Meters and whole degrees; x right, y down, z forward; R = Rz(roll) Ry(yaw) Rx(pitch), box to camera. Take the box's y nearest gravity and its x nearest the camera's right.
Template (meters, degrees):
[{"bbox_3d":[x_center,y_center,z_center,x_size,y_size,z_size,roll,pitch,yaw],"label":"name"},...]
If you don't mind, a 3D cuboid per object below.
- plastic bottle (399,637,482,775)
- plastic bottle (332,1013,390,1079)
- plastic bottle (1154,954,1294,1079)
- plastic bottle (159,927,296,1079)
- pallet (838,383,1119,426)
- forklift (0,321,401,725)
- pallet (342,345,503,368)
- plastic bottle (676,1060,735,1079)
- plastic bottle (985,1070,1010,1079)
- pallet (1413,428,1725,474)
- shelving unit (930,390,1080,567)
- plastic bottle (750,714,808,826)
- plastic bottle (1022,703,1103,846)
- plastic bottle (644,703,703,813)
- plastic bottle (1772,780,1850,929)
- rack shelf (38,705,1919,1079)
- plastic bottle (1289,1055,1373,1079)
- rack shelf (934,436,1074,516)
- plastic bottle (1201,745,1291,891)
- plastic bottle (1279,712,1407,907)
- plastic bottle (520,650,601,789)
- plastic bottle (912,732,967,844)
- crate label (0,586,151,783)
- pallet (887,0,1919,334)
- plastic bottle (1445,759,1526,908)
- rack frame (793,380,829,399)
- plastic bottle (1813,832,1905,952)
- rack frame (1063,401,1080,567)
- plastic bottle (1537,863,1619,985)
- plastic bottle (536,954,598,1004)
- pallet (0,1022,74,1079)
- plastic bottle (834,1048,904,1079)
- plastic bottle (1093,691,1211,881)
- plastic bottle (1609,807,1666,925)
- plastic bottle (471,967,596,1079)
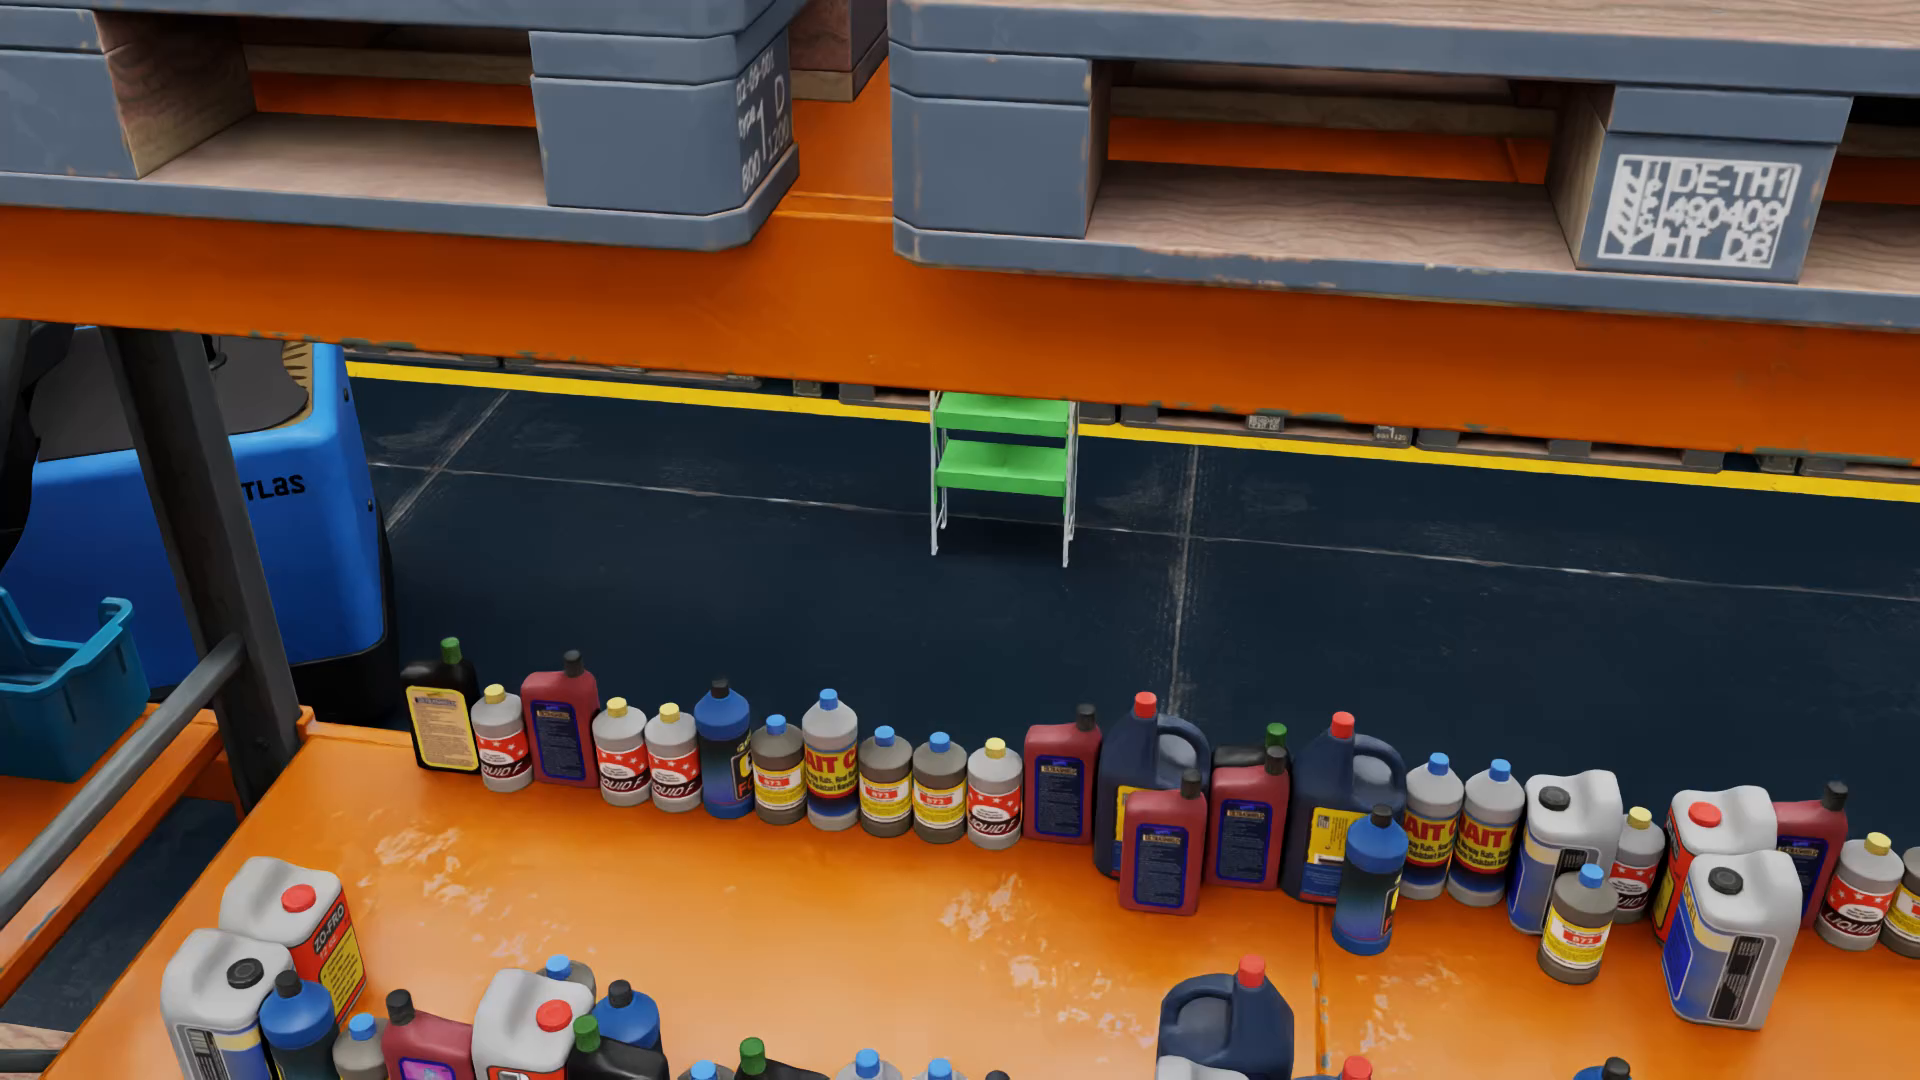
[{"bbox_3d":[-0.949,0.300,3.053,0.133,0.283,0.061,5,32,8],"label":"plastic bottle"},{"bbox_3d":[-0.842,0.763,2.391,0.097,0.201,0.097,0,32,0],"label":"plastic bottle"},{"bbox_3d":[0.370,0.715,2.327,0.185,0.351,0.144,5,32,8],"label":"plastic bottle"},{"bbox_3d":[-1.047,0.698,2.425,0.135,0.276,0.152,5,32,8],"label":"plastic bottle"},{"bbox_3d":[0.147,-0.884,7.464,1.213,0.211,1.003,5,32,8],"label":"pallet"},{"bbox_3d":[-3.363,-0.654,4.533,3.031,2.935,1.130,-10,33,-15],"label":"forklift"},{"bbox_3d":[-2.586,-1.175,7.928,1.213,0.211,1.003,5,32,8],"label":"pallet"},{"bbox_3d":[-0.350,0.807,2.320,0.097,0.201,0.097,0,32,0],"label":"plastic bottle"},{"bbox_3d":[0.084,0.822,2.220,0.133,0.283,0.061,5,32,8],"label":"plastic bottle"},{"bbox_3d":[2.552,-0.666,7.116,1.213,0.211,1.003,5,32,8],"label":"pallet"},{"bbox_3d":[0.163,-0.494,5.908,0.503,1.200,0.258,5,32,8],"label":"shelving unit"},{"bbox_3d":[-0.323,0.401,2.969,0.097,0.201,0.097,0,32,0],"label":"plastic bottle"},{"bbox_3d":[0.178,0.402,2.890,0.133,0.283,0.061,5,32,8],"label":"plastic bottle"},{"bbox_3d":[-0.515,0.384,2.997,0.097,0.201,0.097,0,32,0],"label":"plastic bottle"},{"bbox_3d":[1.358,0.509,2.720,0.133,0.283,0.061,5,32,8],"label":"plastic bottle"},{"bbox_3d":[0.552,0.921,2.629,4.000,0.370,1.077,5,32,8],"label":"rack shelf"},{"bbox_3d":[0.477,0.806,2.181,0.185,0.351,0.144,5,32,8],"label":"plastic bottle"},{"bbox_3d":[0.163,-0.236,6.069,0.480,0.148,0.258,5,32,8],"label":"rack shelf"},{"bbox_3d":[0.481,0.462,2.794,0.133,0.283,0.061,5,32,8],"label":"plastic bottle"},{"bbox_3d":[0.641,0.438,2.770,0.185,0.351,0.144,5,32,8],"label":"plastic bottle"},{"bbox_3d":[-0.721,0.321,3.021,0.133,0.283,0.061,5,32,8],"label":"plastic bottle"},{"bbox_3d":[-0.035,0.427,2.927,0.097,0.201,0.097,0,32,0],"label":"plastic bottle"},{"bbox_3d":[-1.772,0.275,3.141,0.416,0.233,0.303,5,32,8],"label":"crate label"},{"bbox_3d":[0.616,-0.515,1.597,1.213,0.211,1.003,5,32,8],"label":"pallet"},{"bbox_3d":[0.880,0.481,2.776,0.097,0.271,0.097,0,32,0],"label":"plastic bottle"},{"bbox_3d":[-0.582,-2.153,6.862,0.127,3.000,1.000,5,32,8],"label":"rack frame"},{"bbox_3d":[1.469,0.564,2.710,0.097,0.201,0.097,0,32,0],"label":"plastic bottle"},{"bbox_3d":[0.404,-0.472,5.873,0.015,1.200,0.240,5,32,8],"label":"rack frame"},{"bbox_3d":[0.987,0.602,2.649,0.097,0.201,0.097,0,32,0],"label":"plastic bottle"},{"bbox_3d":[-0.589,0.704,2.486,0.097,0.201,0.097,0,32,0],"label":"plastic bottle"},{"bbox_3d":[-2.177,1.530,3.606,1.213,0.211,1.003,5,32,8],"label":"pallet"},{"bbox_3d":[-0.123,0.798,2.269,0.097,0.271,0.097,0,32,0],"label":"plastic bottle"},{"bbox_3d":[0.328,0.410,2.815,0.185,0.351,0.144,5,32,8],"label":"plastic bottle"},{"bbox_3d":[1.109,0.531,2.762,0.097,0.201,0.097,0,32,0],"label":"plastic bottle"},{"bbox_3d":[-0.591,0.739,2.359,0.135,0.276,0.152,5,32,8],"label":"plastic bottle"}]
